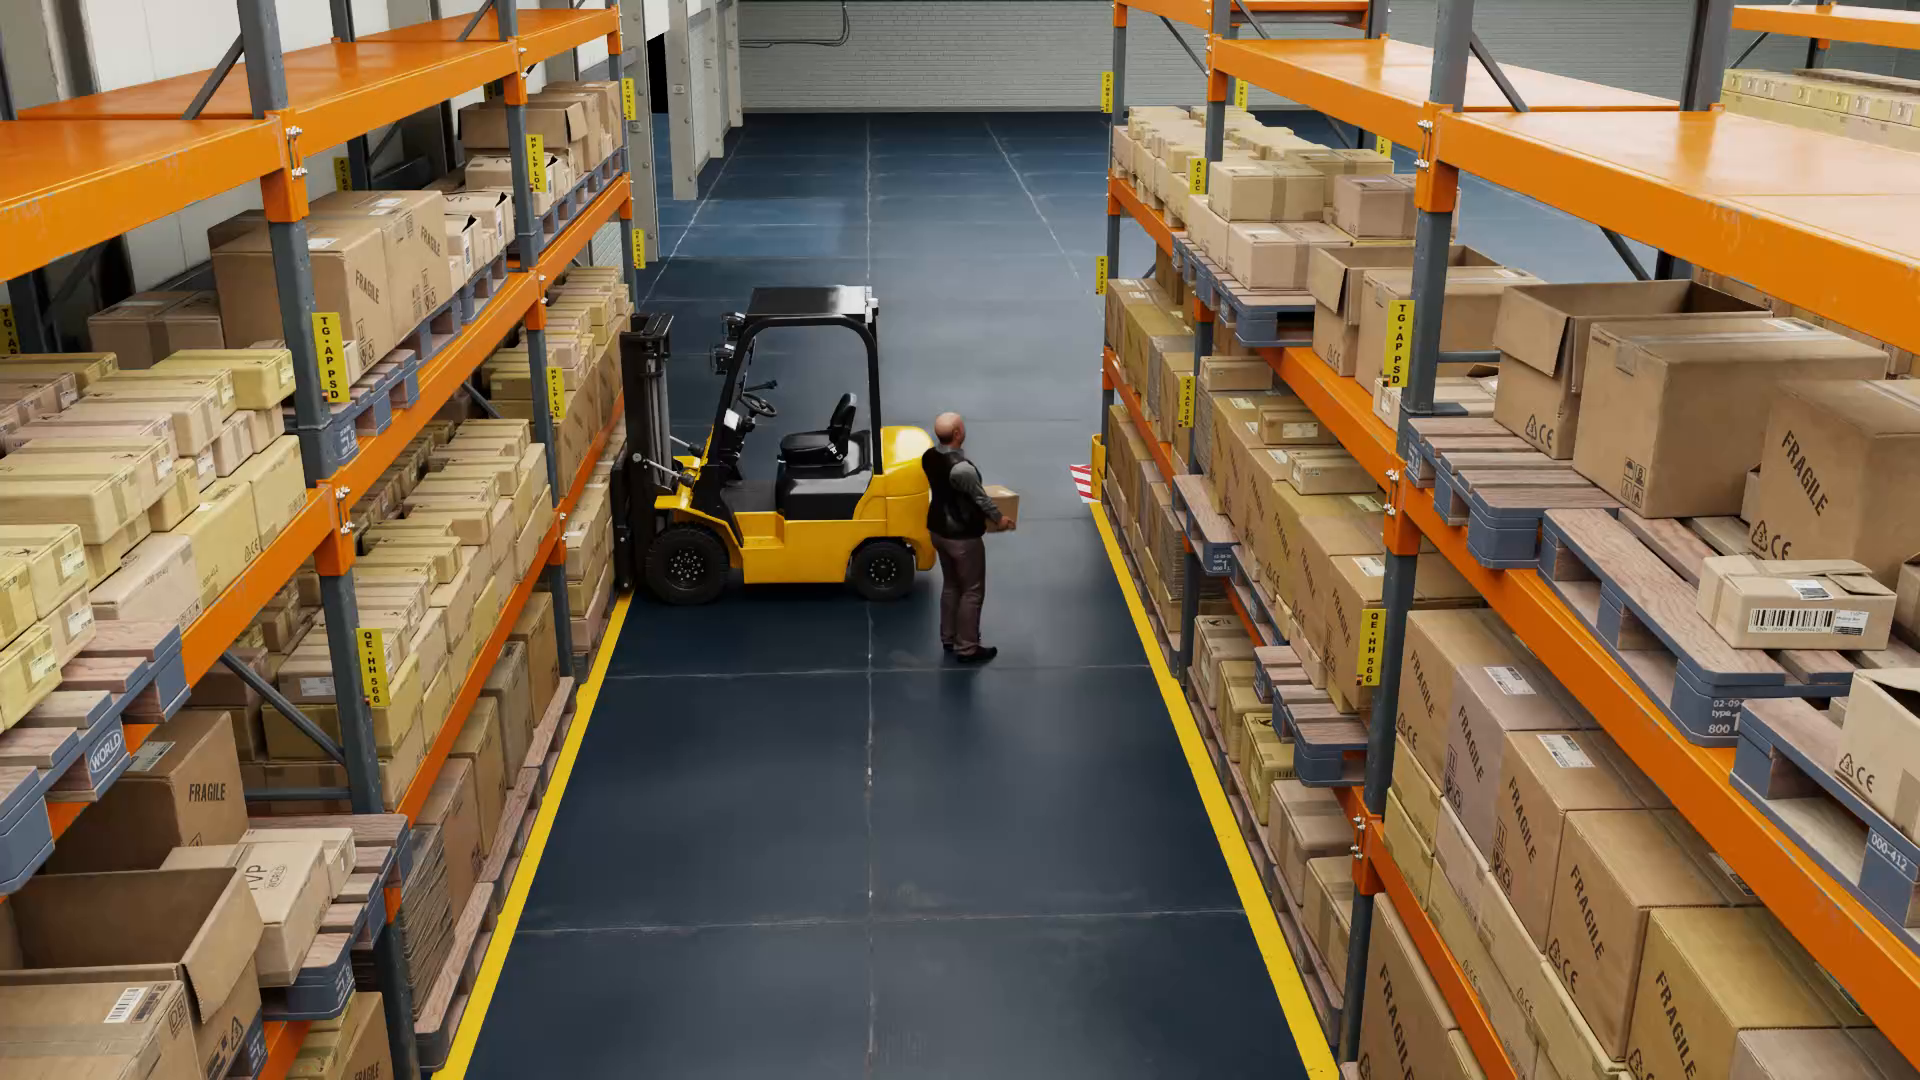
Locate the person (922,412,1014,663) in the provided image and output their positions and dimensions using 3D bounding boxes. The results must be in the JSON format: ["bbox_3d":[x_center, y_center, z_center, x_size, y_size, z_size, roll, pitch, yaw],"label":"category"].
[{"bbox_3d":[0.055,-0.049,11.246,0.555,1.721,0.500,-12,24,-30],"label":"person"}]
